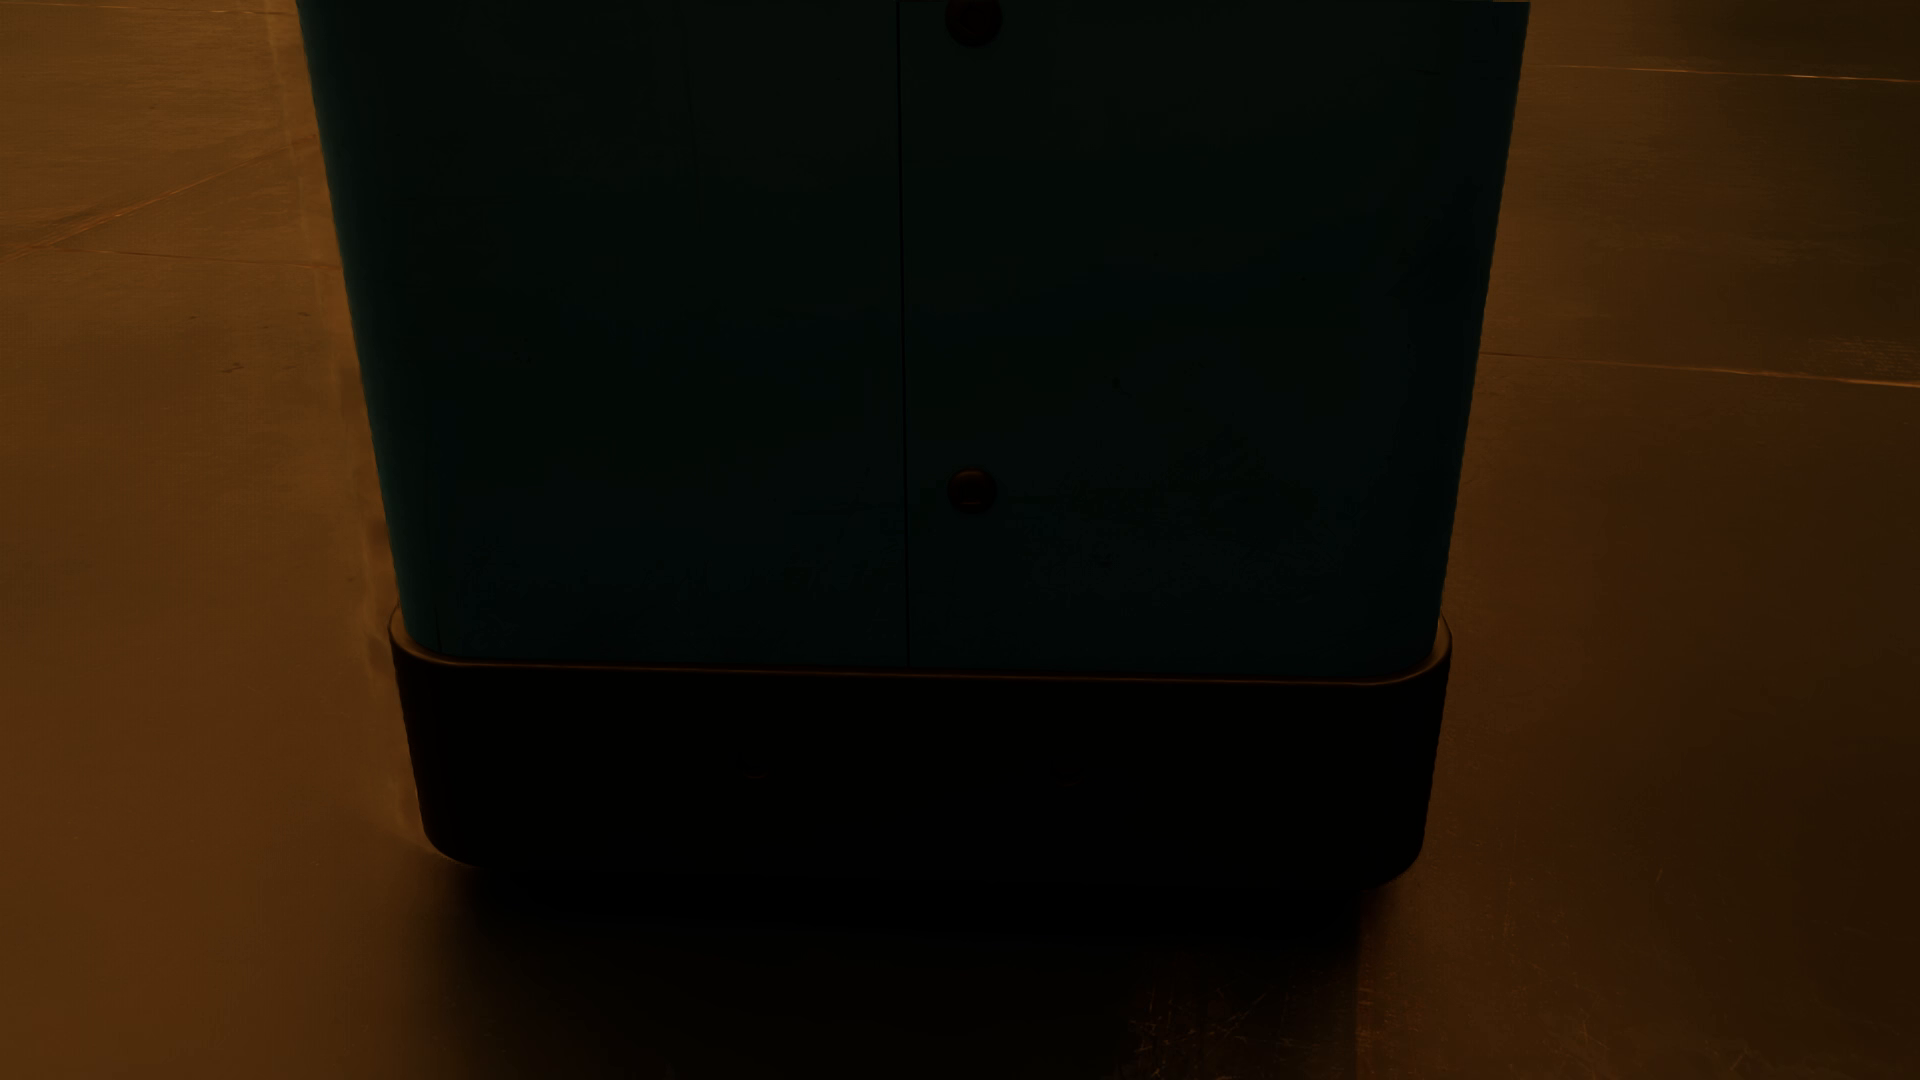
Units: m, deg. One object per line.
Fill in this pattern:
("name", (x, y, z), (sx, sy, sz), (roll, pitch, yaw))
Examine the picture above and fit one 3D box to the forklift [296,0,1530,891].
("forklift", (0.015, -1.585, 2.387), (1.130, 2.935, 3.031), (1, 27, 2))
